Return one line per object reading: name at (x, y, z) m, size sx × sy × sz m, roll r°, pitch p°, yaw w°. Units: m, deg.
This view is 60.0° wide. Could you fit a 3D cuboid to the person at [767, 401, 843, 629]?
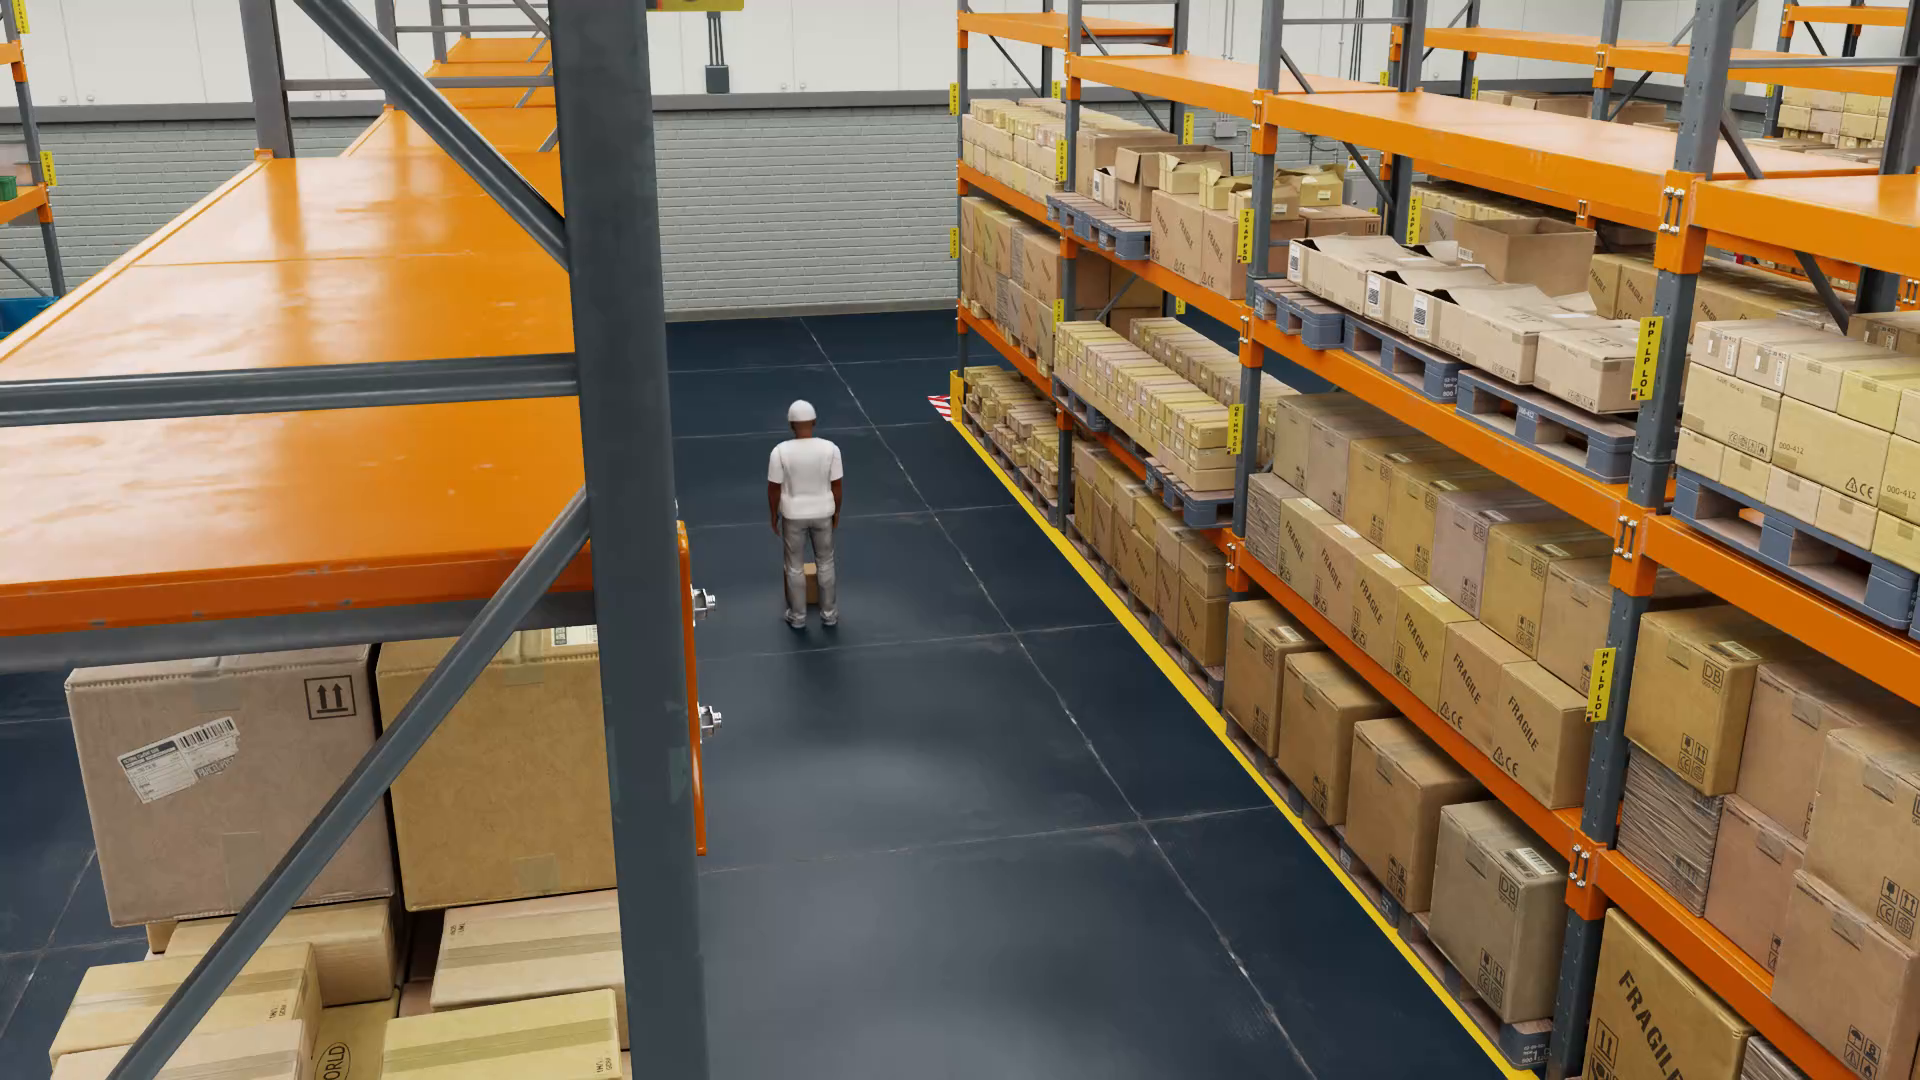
person at (-1.169, -0.196, 12.591) m, size 0.565 × 1.763 × 0.359 m, roll -4°, pitch 20°, yaw -11°
